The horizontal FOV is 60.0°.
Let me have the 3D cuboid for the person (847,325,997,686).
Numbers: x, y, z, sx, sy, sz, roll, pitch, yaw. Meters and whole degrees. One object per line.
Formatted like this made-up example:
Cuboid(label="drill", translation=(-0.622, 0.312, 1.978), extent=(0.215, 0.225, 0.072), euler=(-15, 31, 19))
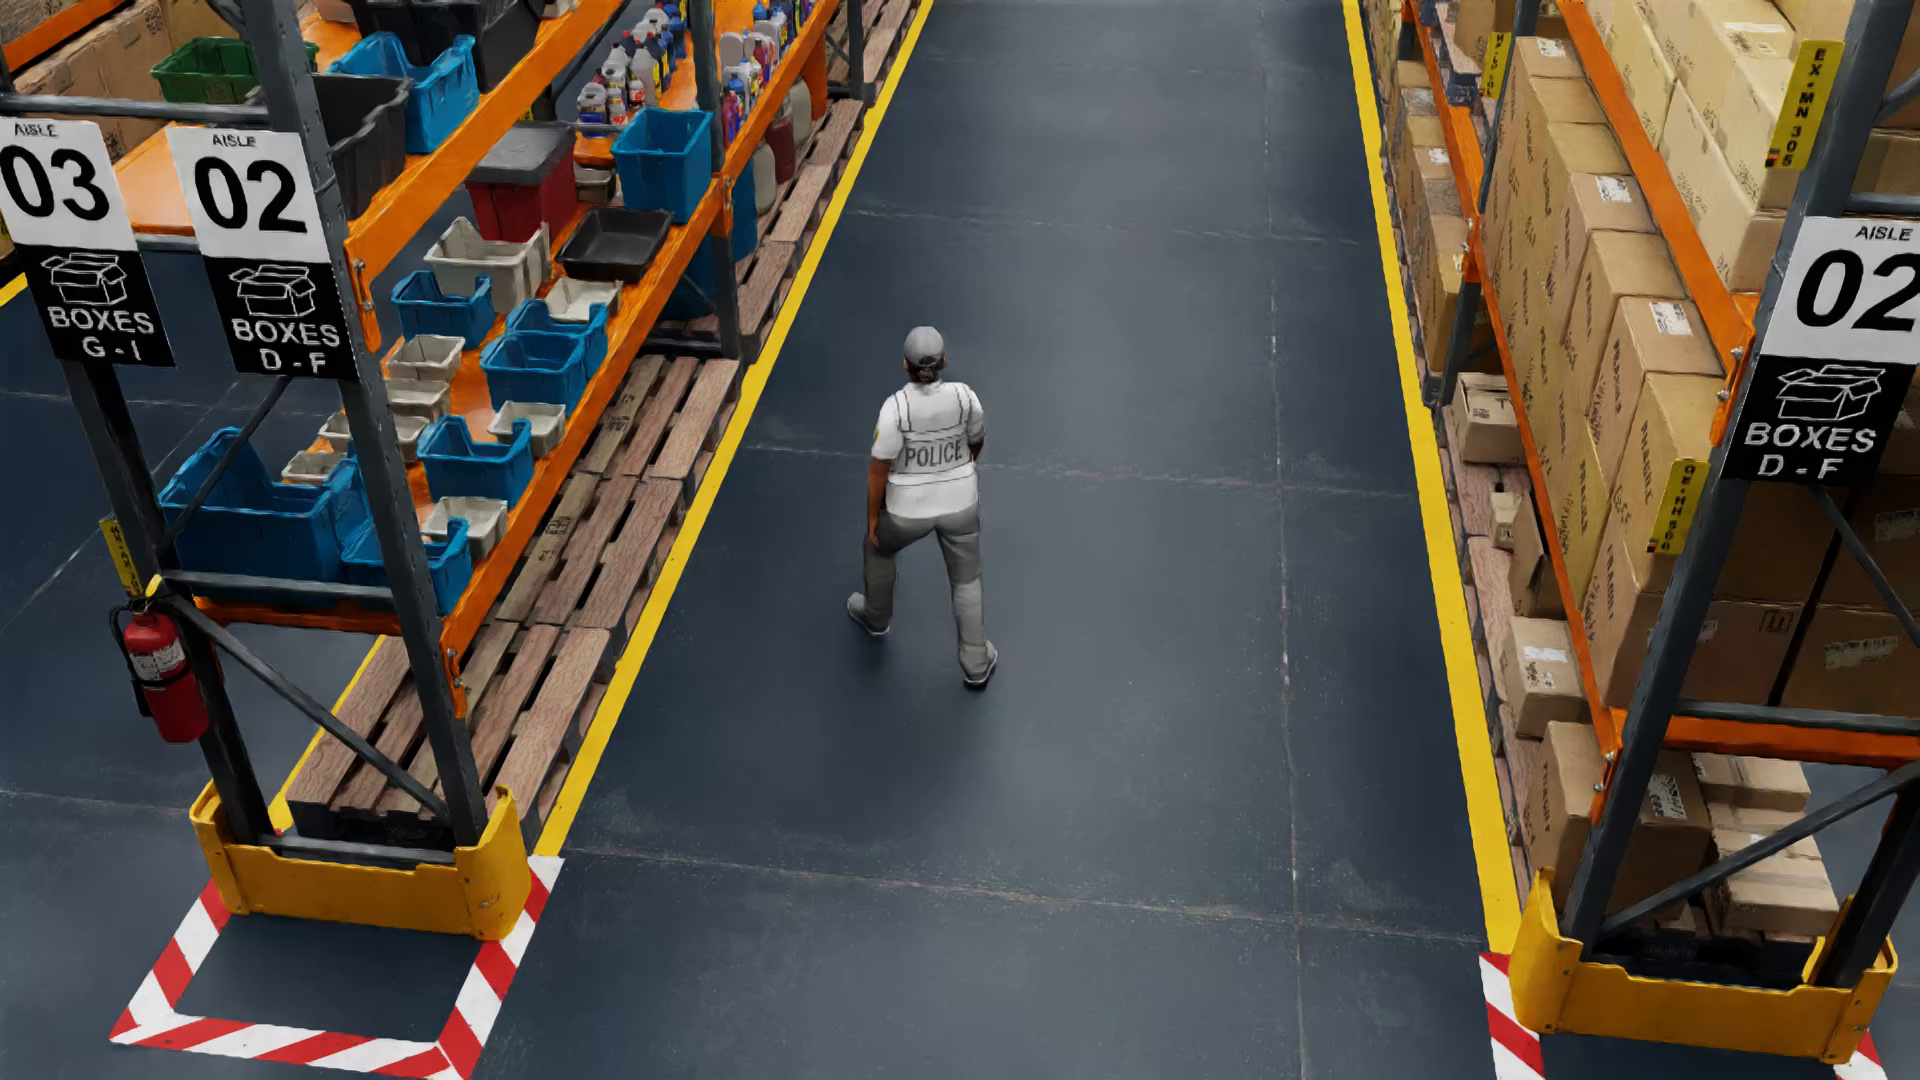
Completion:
Cuboid(label="person", translation=(-0.168, -0.171, 7.288), extent=(0.612, 1.615, 0.751), euler=(-8, 37, -11))
